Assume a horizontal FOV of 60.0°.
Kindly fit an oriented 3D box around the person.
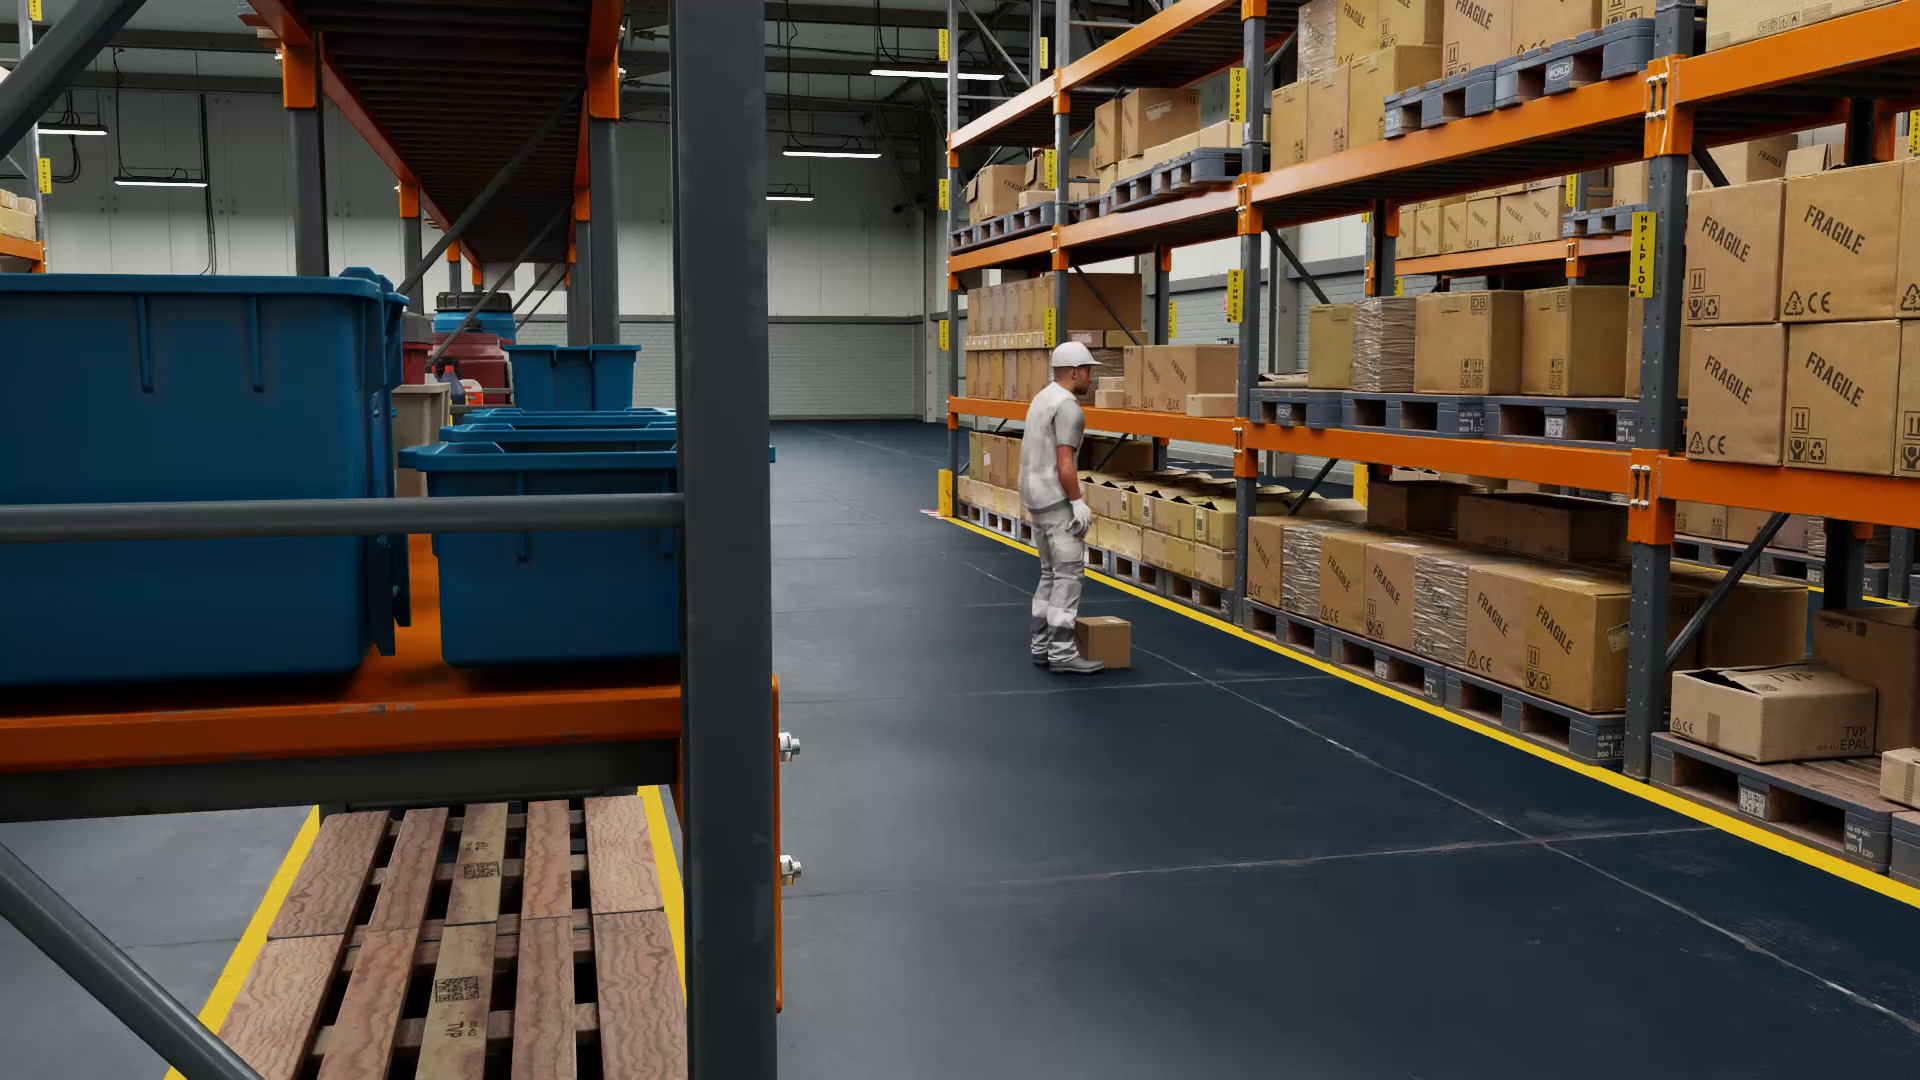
[{"bbox_3d":[0.558,-0.185,9.065,0.448,1.780,0.609,-1,6,-13],"label":"person"}]
